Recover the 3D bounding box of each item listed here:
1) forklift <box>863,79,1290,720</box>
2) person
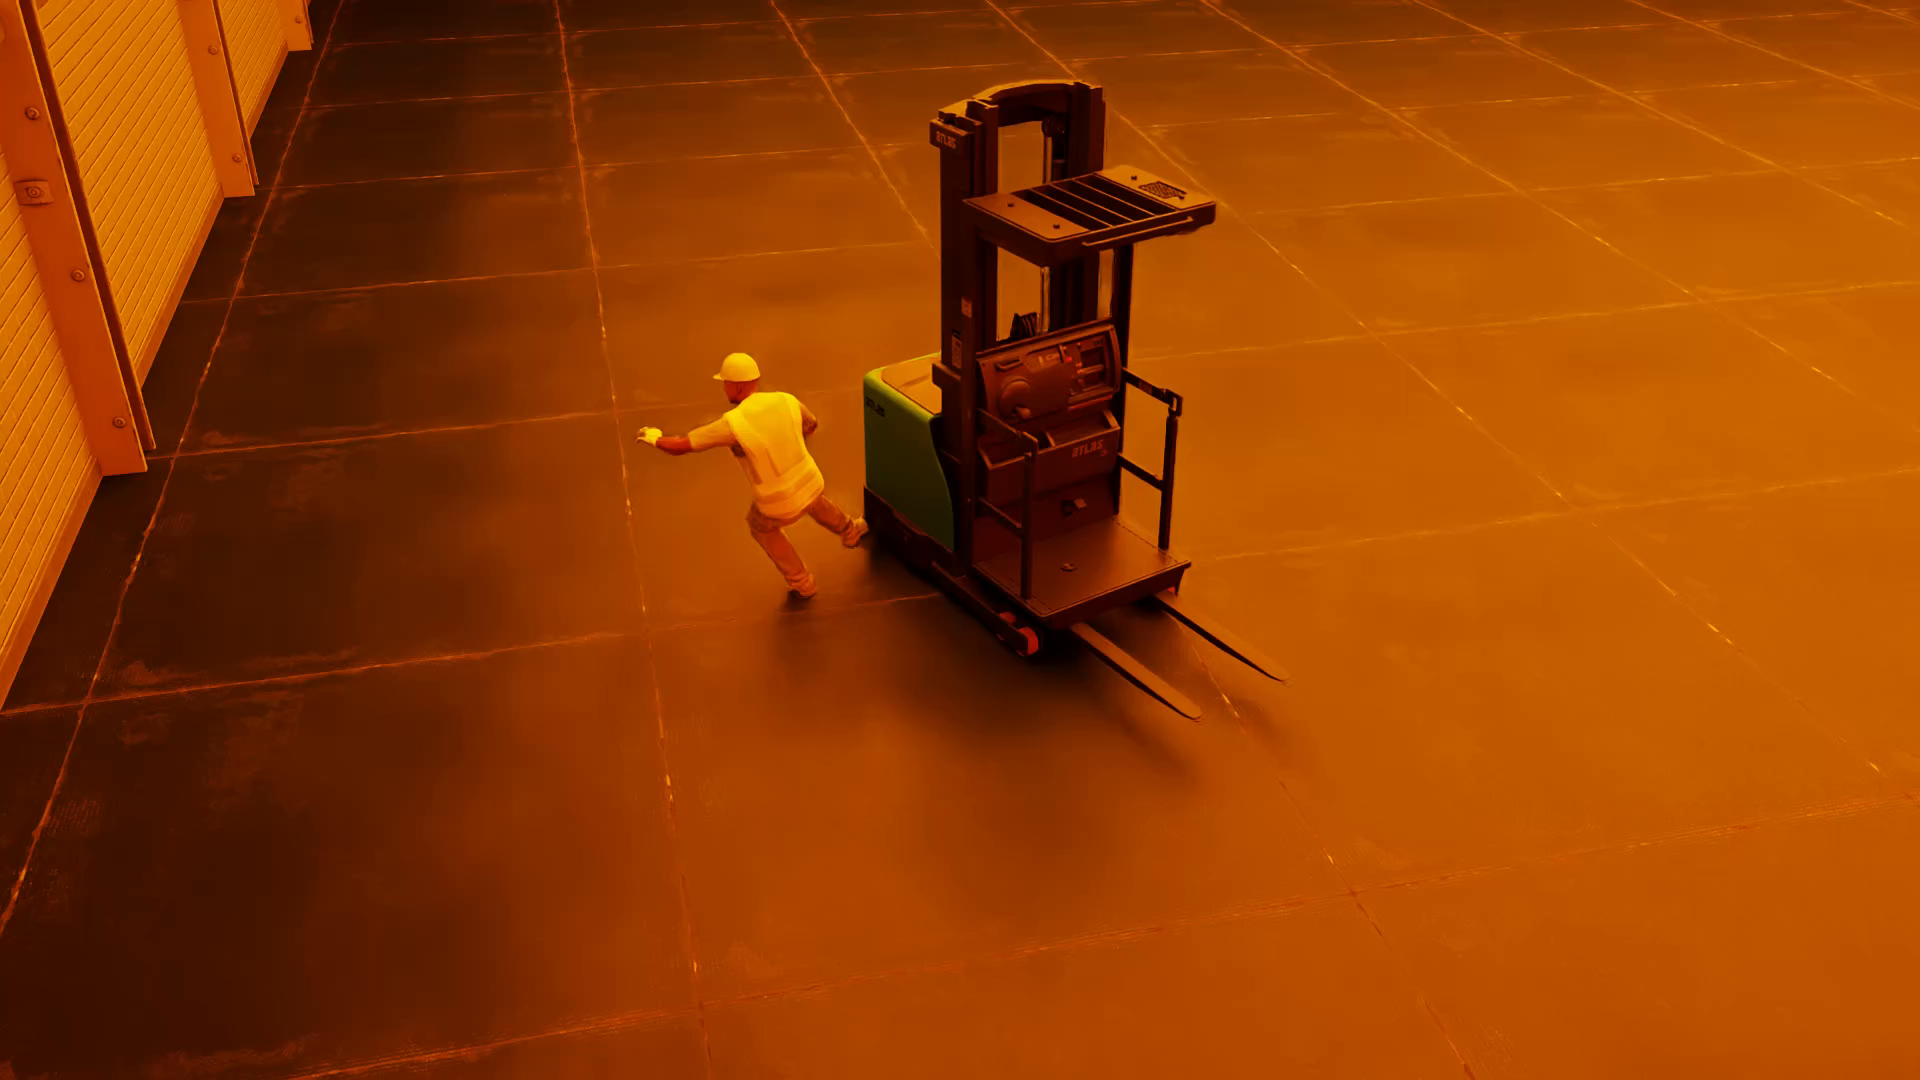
[{"bbox_3d":[0.628,-0.885,9.103,1.130,2.935,3.031,-19,35,-29],"label":"forklift"},{"bbox_3d":[-1.111,-0.441,9.767,0.930,1.530,1.308,24,38,35],"label":"person"}]
